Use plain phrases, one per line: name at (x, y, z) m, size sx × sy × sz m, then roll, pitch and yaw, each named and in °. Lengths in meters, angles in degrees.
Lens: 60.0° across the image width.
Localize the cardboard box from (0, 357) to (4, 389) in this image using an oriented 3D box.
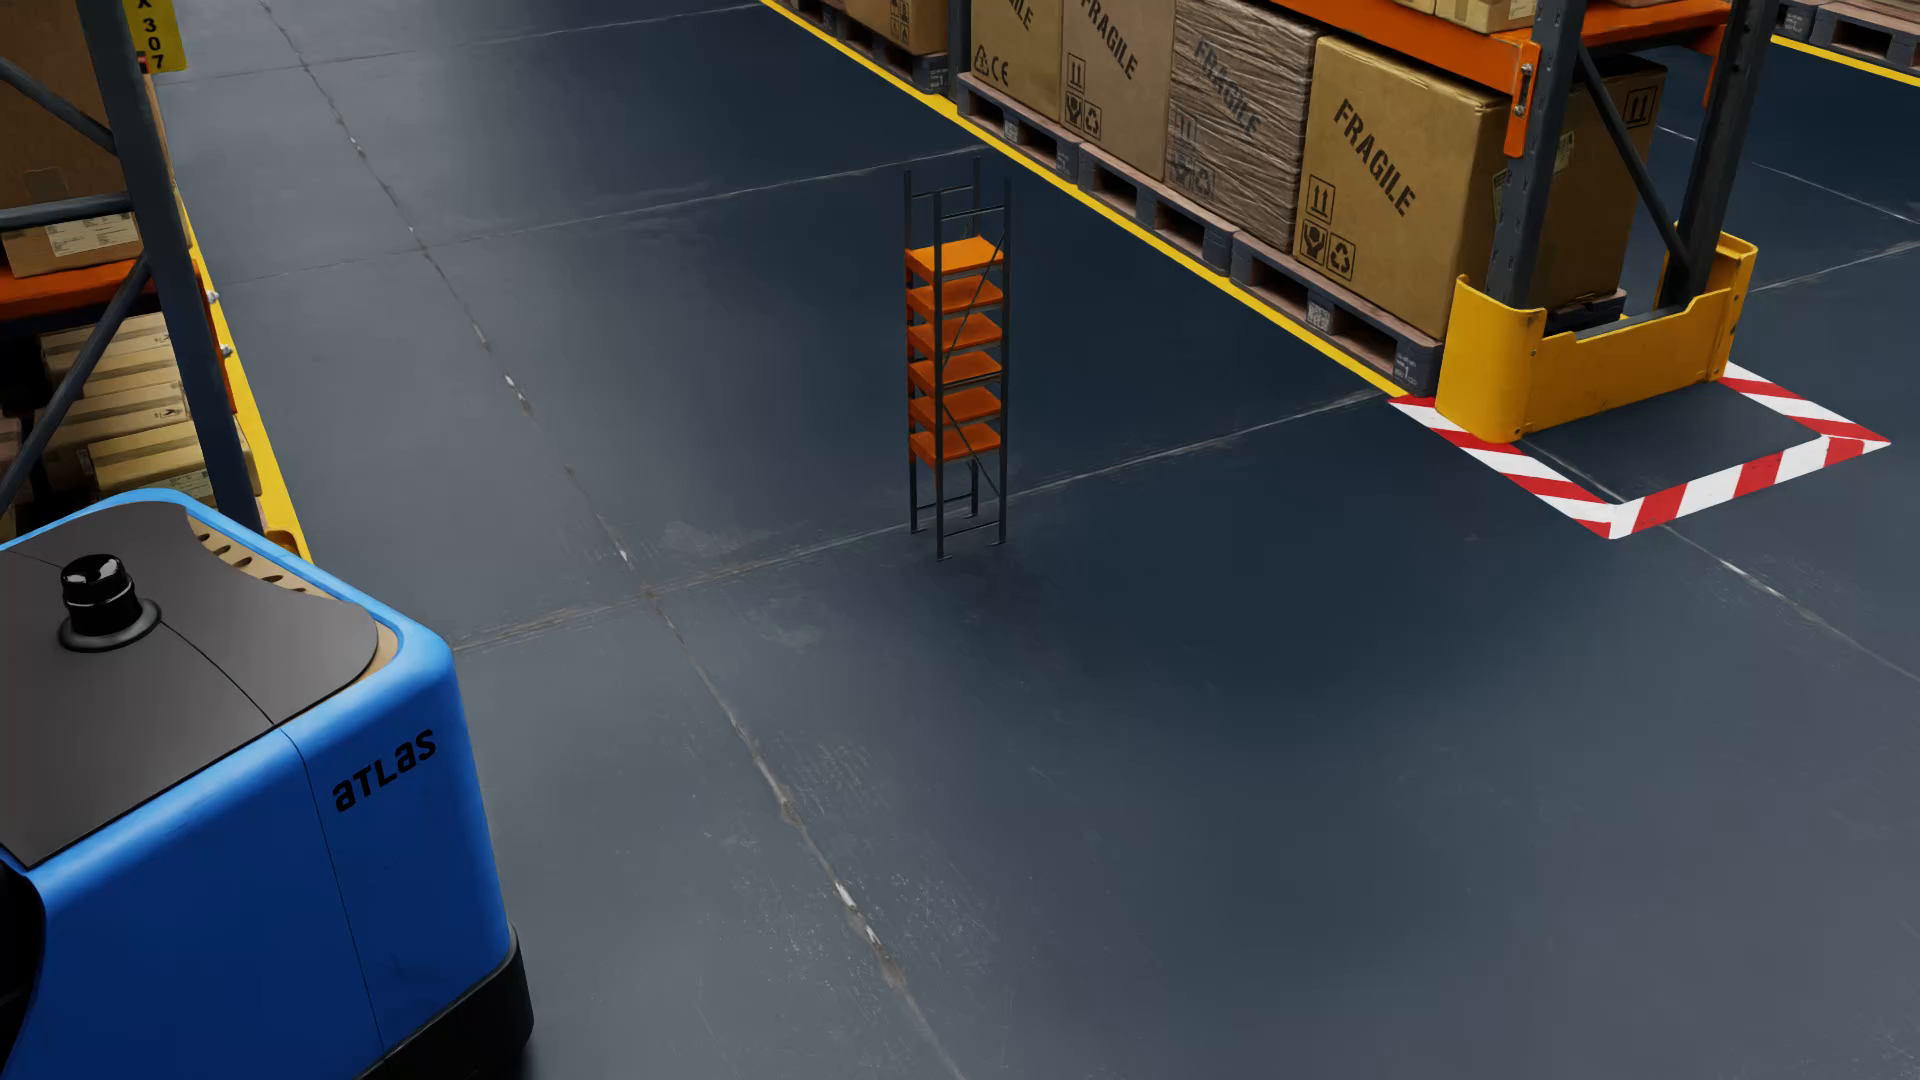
cardboard box at (-3.262, -0.525, 5.266) m, size 0.380 × 0.149 × 0.250 m, roll -14°, pitch 35°, yaw -21°

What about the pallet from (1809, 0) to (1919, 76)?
pallet at (5.738, -2.880, 9.550) m, size 1.003 × 0.211 × 1.213 m, roll -16°, pitch 36°, yaw -23°

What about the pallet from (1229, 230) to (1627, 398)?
pallet at (1.830, -1.011, 6.633) m, size 1.003 × 0.211 × 1.213 m, roll -16°, pitch 36°, yaw -23°

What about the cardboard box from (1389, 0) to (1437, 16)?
cardboard box at (1.692, -1.929, 5.713) m, size 0.380 × 0.149 × 0.250 m, roll -15°, pitch 36°, yaw -23°

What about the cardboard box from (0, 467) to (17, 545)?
cardboard box at (-2.634, -0.040, 4.234) m, size 0.380 × 0.149 × 0.250 m, roll -15°, pitch 36°, yaw -23°

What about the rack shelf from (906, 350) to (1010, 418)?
rack shelf at (-0.007, -0.475, 4.961) m, size 0.258 × 0.103 × 0.180 m, roll -16°, pitch 36°, yaw -23°

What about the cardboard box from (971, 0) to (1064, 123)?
cardboard box at (0.644, -2.680, 8.232) m, size 0.875 × 0.875 × 0.875 m, roll -16°, pitch 36°, yaw -23°

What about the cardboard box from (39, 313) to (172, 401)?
cardboard box at (-2.535, -0.538, 5.011) m, size 0.380 × 0.149 × 0.250 m, roll -18°, pitch 37°, yaw -25°

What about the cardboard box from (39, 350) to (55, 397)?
cardboard box at (-2.682, -0.533, 5.278) m, size 0.380 × 0.149 × 0.250 m, roll -18°, pitch 37°, yaw -25°

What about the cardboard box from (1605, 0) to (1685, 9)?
cardboard box at (2.398, -1.970, 5.778) m, size 0.380 × 0.149 × 0.250 m, roll -15°, pitch 36°, yaw -23°

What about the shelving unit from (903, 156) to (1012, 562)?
shelving unit at (-0.007, -0.512, 4.937) m, size 0.258 × 1.200 × 0.189 m, roll -16°, pitch 36°, yaw -23°

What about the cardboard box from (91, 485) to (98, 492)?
cardboard box at (-2.258, -0.186, 4.737) m, size 0.380 × 0.149 × 0.250 m, roll -16°, pitch 36°, yaw -23°

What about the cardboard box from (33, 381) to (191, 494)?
cardboard box at (-2.342, -0.288, 4.621) m, size 0.380 × 0.149 × 0.250 m, roll -15°, pitch 36°, yaw -22°

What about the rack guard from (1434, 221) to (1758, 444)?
rack guard at (2.283, -0.760, 5.972) m, size 1.175 × 0.500 × 0.348 m, roll -16°, pitch 36°, yaw -23°

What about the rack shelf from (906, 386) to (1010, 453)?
rack shelf at (-0.007, -0.374, 5.026) m, size 0.258 × 0.103 × 0.180 m, roll -16°, pitch 36°, yaw -23°

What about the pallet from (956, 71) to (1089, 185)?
pallet at (0.692, -2.176, 8.451) m, size 1.003 × 0.211 × 1.213 m, roll -16°, pitch 36°, yaw -23°

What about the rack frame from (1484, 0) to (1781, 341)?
rack frame at (2.272, -1.824, 5.316) m, size 1.000 × 3.000 × 0.127 m, roll -16°, pitch 36°, yaw -23°

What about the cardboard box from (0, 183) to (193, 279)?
cardboard box at (-2.024, -0.756, 3.882) m, size 0.380 × 0.149 × 0.250 m, roll -16°, pitch 36°, yaw -23°

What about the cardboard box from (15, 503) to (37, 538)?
cardboard box at (-2.736, -0.044, 4.517) m, size 0.380 × 0.149 × 0.250 m, roll -17°, pitch 36°, yaw -24°

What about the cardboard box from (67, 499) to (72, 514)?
cardboard box at (-2.441, -0.152, 4.961) m, size 0.380 × 0.149 × 0.250 m, roll -15°, pitch 36°, yaw -23°

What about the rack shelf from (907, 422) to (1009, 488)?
rack shelf at (-0.007, -0.273, 5.091) m, size 0.258 × 0.103 × 0.180 m, roll -16°, pitch 36°, yaw -23°

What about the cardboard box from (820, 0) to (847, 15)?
cardboard box at (-0.327, -3.741, 9.890) m, size 1.225 × 0.875 × 0.875 m, roll -17°, pitch 36°, yaw -25°

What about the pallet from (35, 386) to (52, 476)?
pallet at (-3.111, -0.465, 5.780) m, size 1.003 × 0.211 × 1.213 m, roll -16°, pitch 36°, yaw -23°

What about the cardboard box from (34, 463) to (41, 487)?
cardboard box at (-2.976, -0.159, 4.971) m, size 0.380 × 0.149 × 0.250 m, roll -15°, pitch 36°, yaw -23°

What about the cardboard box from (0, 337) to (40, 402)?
cardboard box at (-3.312, -0.540, 5.566) m, size 0.380 × 0.149 × 0.250 m, roll -15°, pitch 36°, yaw -22°

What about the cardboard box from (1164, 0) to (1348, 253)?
cardboard box at (1.478, -1.825, 6.899) m, size 0.875 × 0.875 × 0.875 m, roll -16°, pitch 36°, yaw -23°

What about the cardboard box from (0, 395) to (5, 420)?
cardboard box at (-2.999, -0.406, 4.805) m, size 0.380 × 0.149 × 0.250 m, roll -17°, pitch 37°, yaw -25°

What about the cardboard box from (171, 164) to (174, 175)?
cardboard box at (-2.258, -1.009, 4.277) m, size 0.380 × 0.149 × 0.250 m, roll -17°, pitch 36°, yaw -24°

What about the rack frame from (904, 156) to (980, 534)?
rack frame at (-0.049, -0.556, 5.005) m, size 0.240 × 1.200 × 0.006 m, roll -16°, pitch 36°, yaw -23°

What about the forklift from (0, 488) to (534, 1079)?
forklift at (-2.189, 0.328, 2.021) m, size 1.130 × 2.935 × 3.031 m, roll 22°, pitch 39°, yaw 31°

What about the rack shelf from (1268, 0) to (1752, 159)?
rack shelf at (1.339, -2.475, 7.000) m, size 1.077 × 0.370 × 4.000 m, roll -16°, pitch 36°, yaw -23°

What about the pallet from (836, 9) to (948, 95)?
pallet at (-0.020, -2.908, 9.593) m, size 1.003 × 0.211 × 1.213 m, roll -16°, pitch 36°, yaw -23°

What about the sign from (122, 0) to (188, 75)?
sign at (-1.683, -1.125, 3.424) m, size 0.100 × 0.325 × 0.005 m, roll -16°, pitch 36°, yaw -23°
